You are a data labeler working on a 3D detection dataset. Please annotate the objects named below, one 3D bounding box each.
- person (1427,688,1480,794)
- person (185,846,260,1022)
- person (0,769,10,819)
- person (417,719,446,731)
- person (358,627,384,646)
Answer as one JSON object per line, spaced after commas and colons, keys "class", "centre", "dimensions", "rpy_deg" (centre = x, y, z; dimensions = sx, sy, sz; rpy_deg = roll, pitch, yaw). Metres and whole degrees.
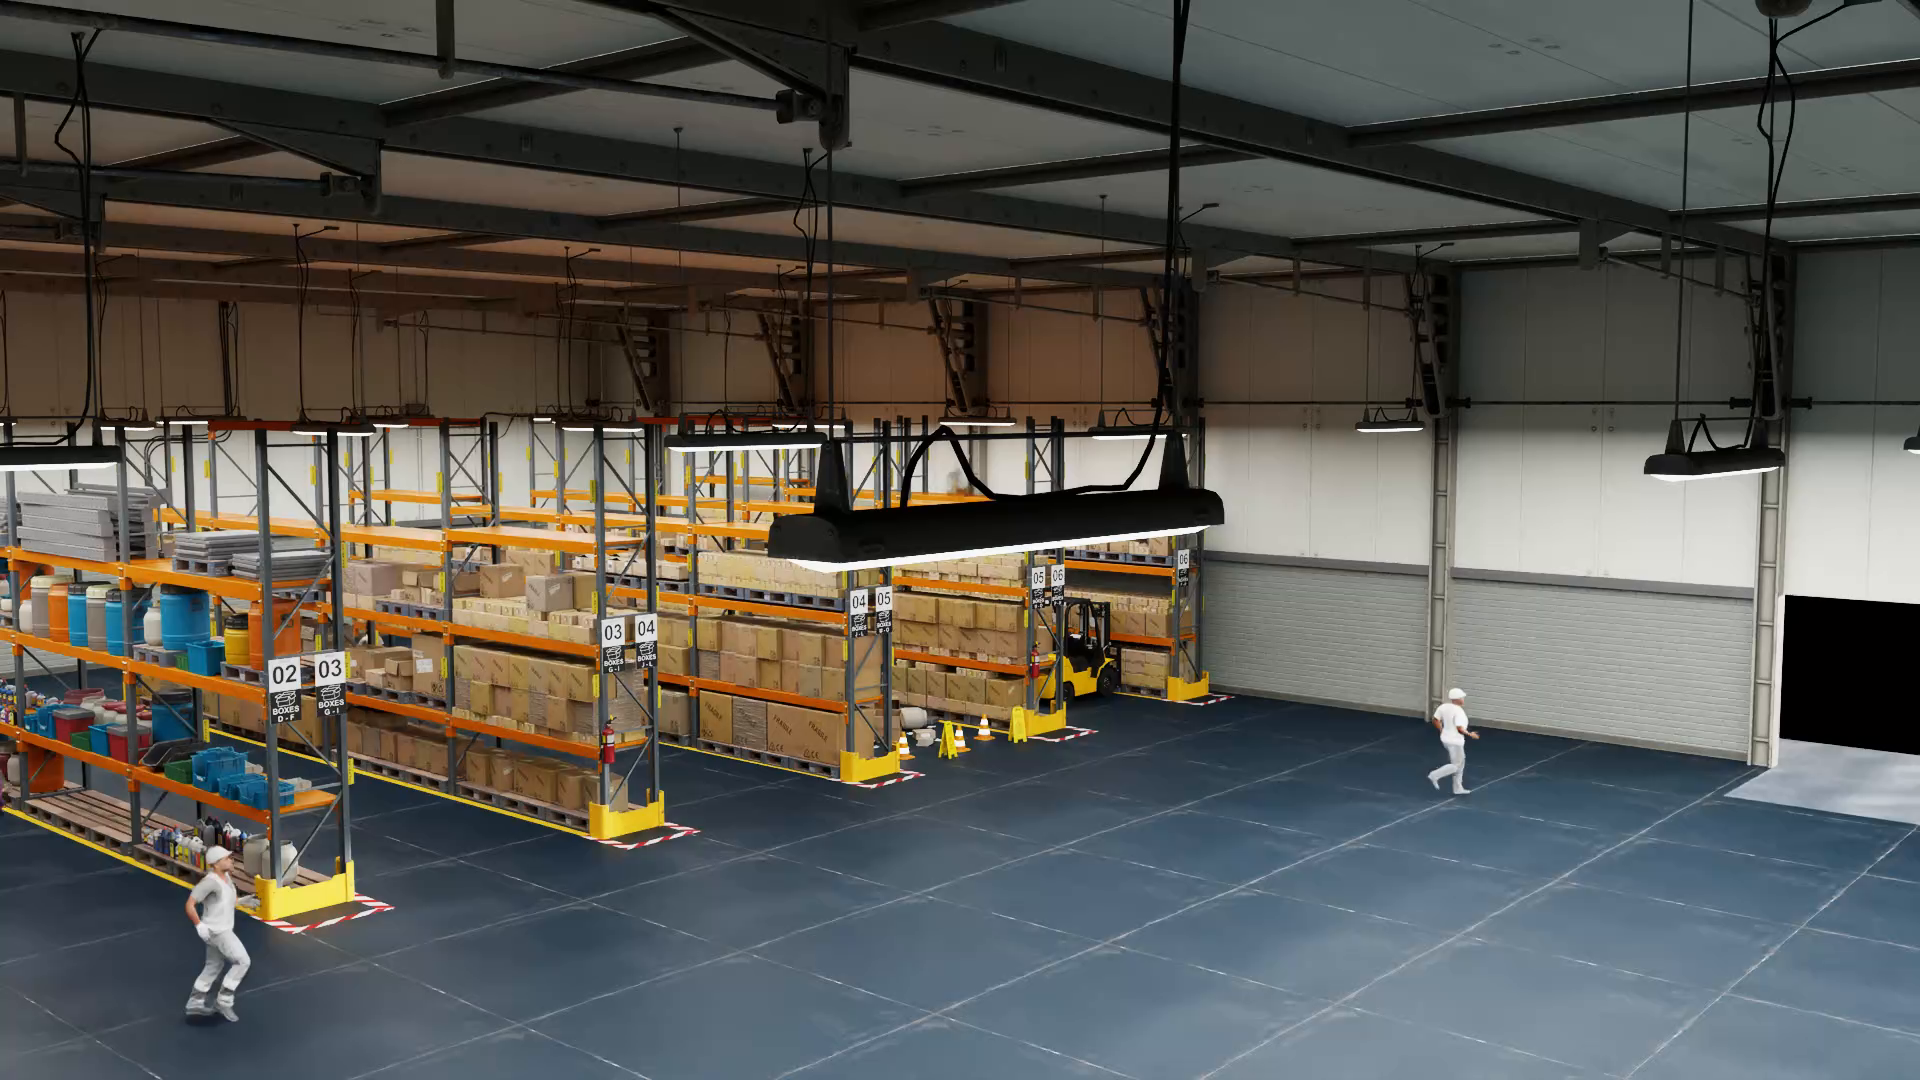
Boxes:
{"class": "person", "centre": [7.856, 3.247, 26.720], "dimensions": [0.829, 1.734, 0.688], "rpy_deg": [-1, 5, -13]}
{"class": "person", "centre": [-7.577, 4.033, 17.065], "dimensions": [0.738, 1.816, 0.642], "rpy_deg": [-2, 5, -19]}
{"class": "person", "centre": [-13.112, 3.670, 22.442], "dimensions": [0.710, 1.636, 0.503], "rpy_deg": [2, 5, 26]}
{"class": "person", "centre": [-9.966, 2.878, 31.427], "dimensions": [0.816, 1.737, 0.557], "rpy_deg": [3, 6, 36]}
{"class": "person", "centre": [-12.490, 2.577, 35.325], "dimensions": [0.820, 1.636, 0.576], "rpy_deg": [4, 6, 41]}
